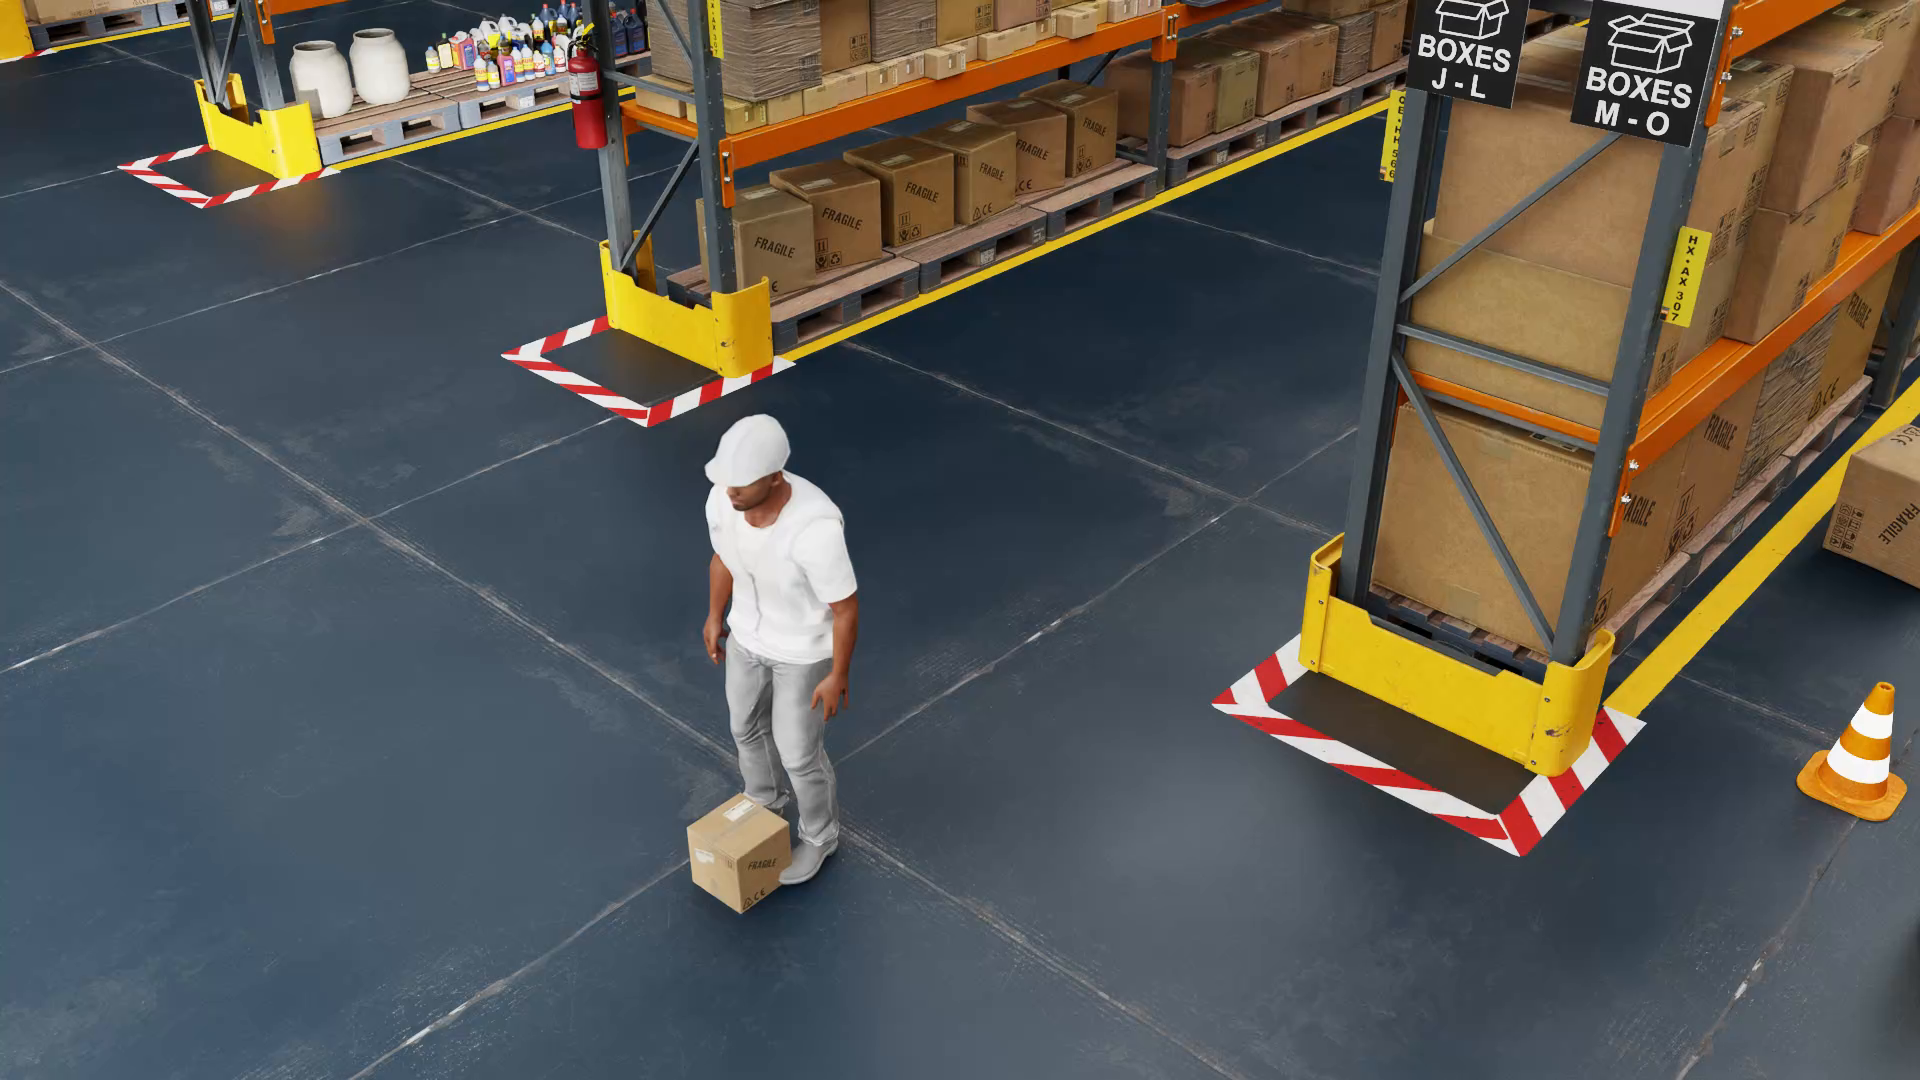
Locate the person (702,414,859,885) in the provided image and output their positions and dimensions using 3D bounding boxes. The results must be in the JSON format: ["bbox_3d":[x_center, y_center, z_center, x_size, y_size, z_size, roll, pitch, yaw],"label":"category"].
[{"bbox_3d":[-0.613,0.352,5.535,0.629,1.759,0.460,23,38,33],"label":"person"}]
